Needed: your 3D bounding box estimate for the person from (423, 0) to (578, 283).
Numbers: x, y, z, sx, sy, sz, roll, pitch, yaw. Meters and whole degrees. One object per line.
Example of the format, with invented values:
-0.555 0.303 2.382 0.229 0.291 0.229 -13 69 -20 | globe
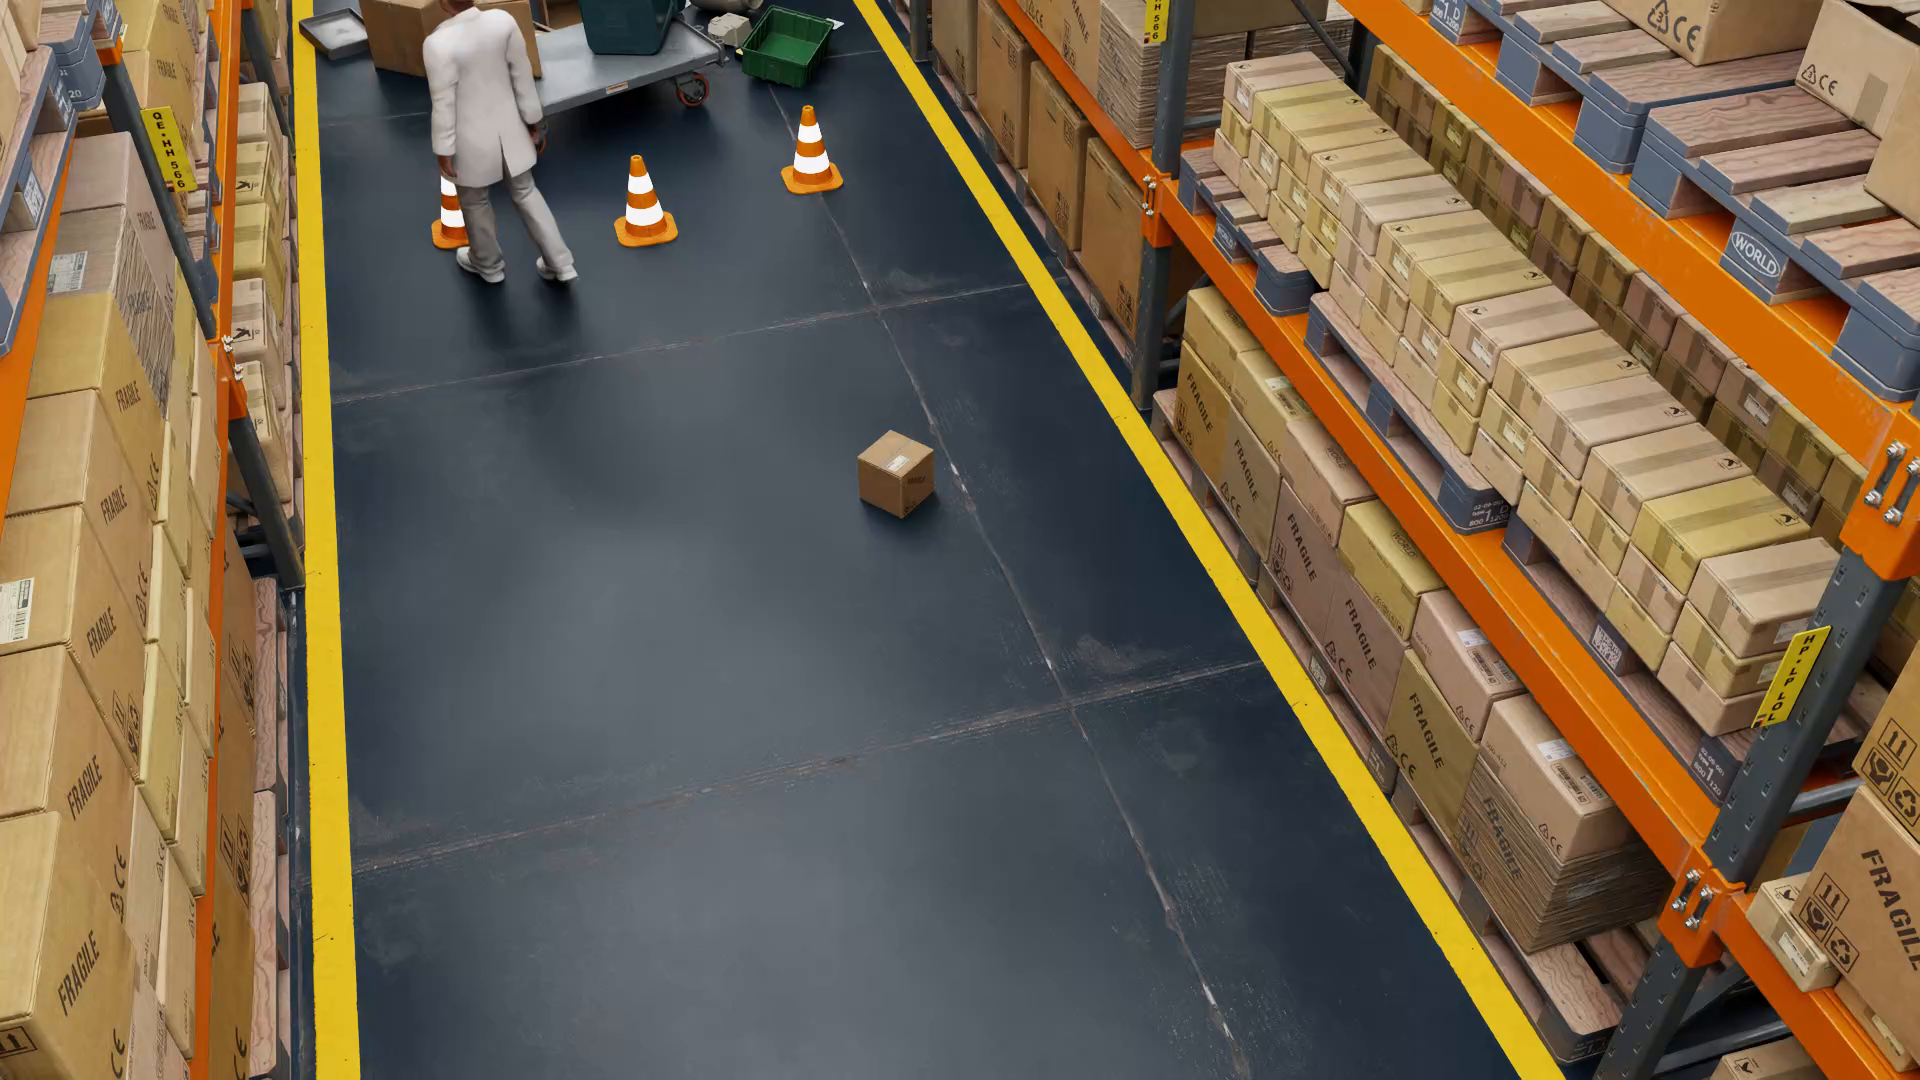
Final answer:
-2.438 -2.088 8.501 0.791 1.774 0.619 32 51 31 | person
